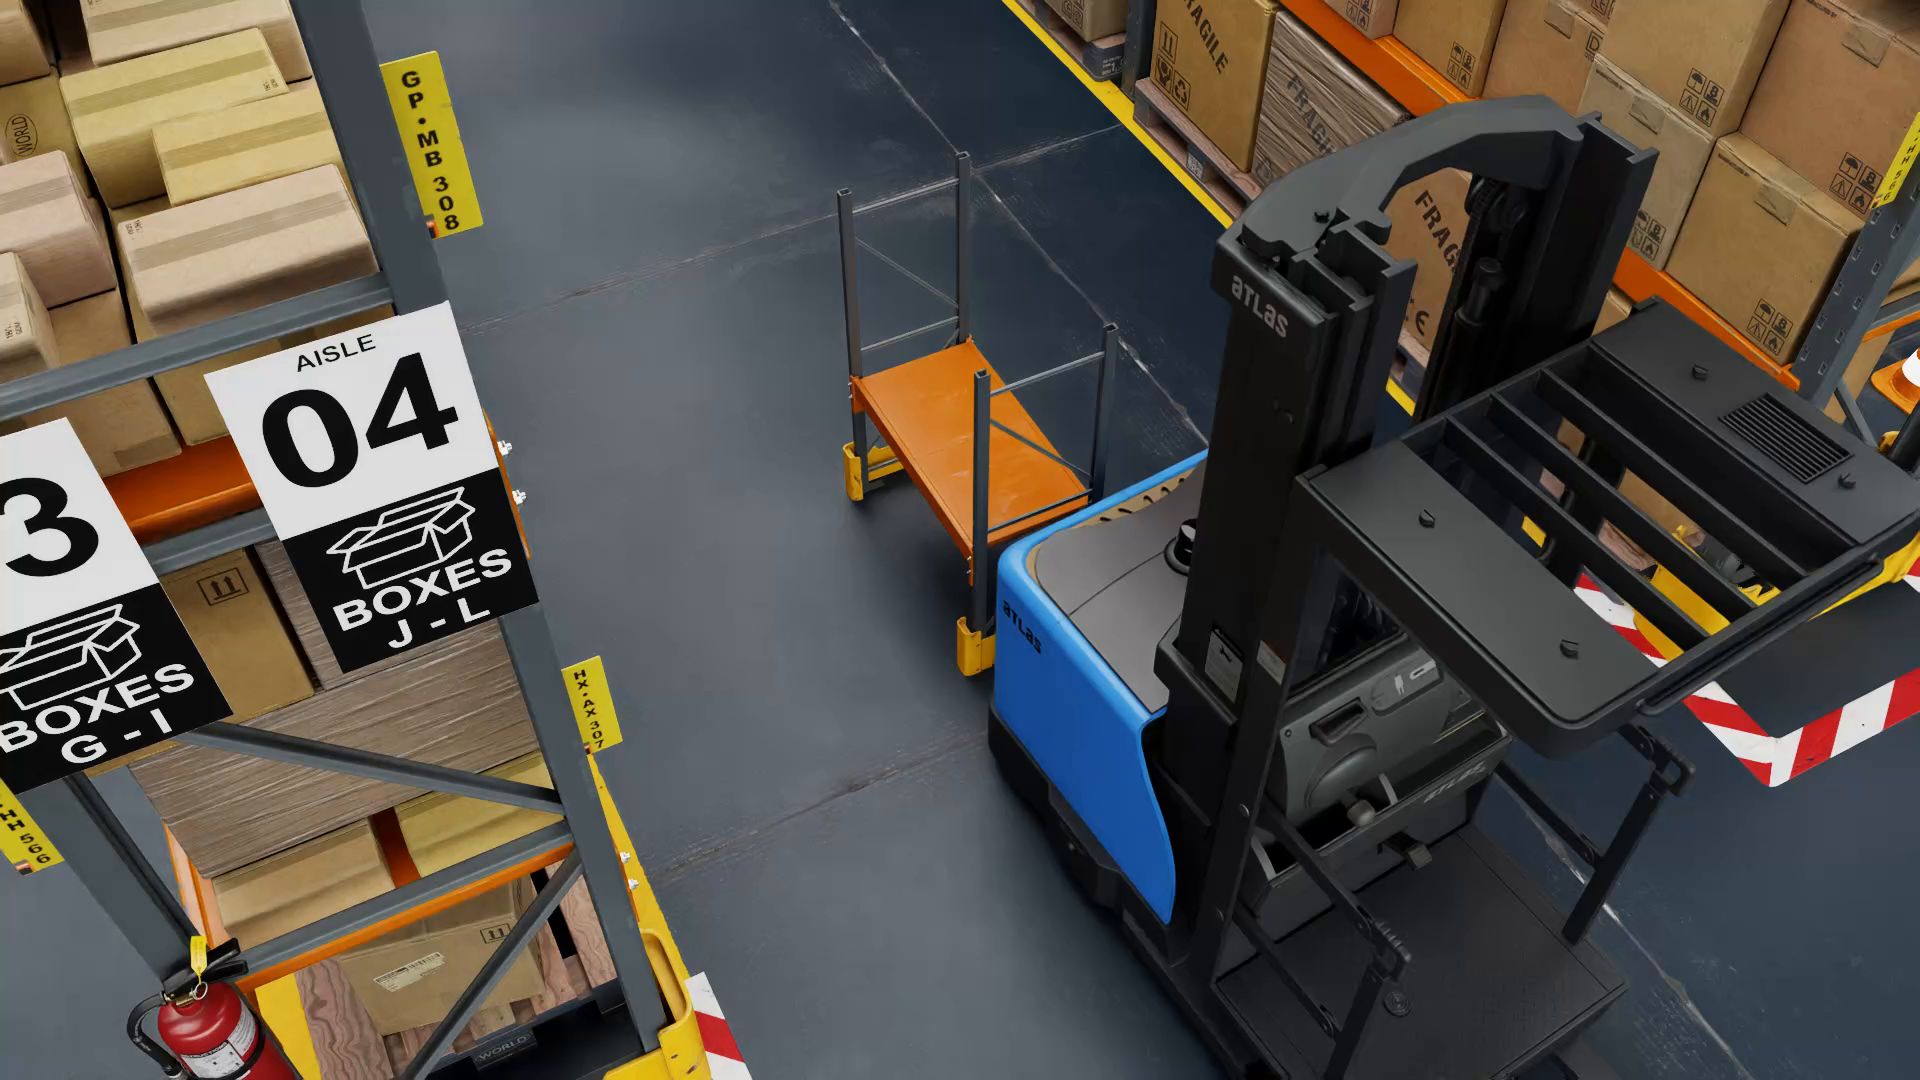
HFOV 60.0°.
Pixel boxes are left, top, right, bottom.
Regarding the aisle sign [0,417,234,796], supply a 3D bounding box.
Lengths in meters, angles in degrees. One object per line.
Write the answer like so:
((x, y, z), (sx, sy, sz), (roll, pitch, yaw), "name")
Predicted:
((-1.553, 0.139, 2.801), (0.394, 0.787, 0.004), (-21, 52, -18), "aisle sign")

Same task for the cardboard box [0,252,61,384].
((-1.719, -0.298, 2.752), (0.380, 0.149, 0.250), (-21, 52, -18), "cardboard box")

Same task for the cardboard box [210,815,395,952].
((-1.629, 0.813, 4.106), (0.380, 0.149, 0.250), (-21, 52, -18), "cardboard box")

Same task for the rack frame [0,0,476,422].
((-1.315, -1.125, 1.648), (1.000, 3.000, 0.127), (-21, 52, -18), "rack frame")

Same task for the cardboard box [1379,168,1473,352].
((2.368, -1.249, 6.875), (0.875, 0.875, 0.875), (-22, 52, -18), "cardboard box")

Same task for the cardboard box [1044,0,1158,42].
((0.947, -3.250, 8.708), (1.050, 0.750, 0.750), (-21, 52, -18), "cardboard box")

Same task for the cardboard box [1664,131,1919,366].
((2.932, -1.073, 5.489), (0.875, 0.550, 0.550), (-21, 52, -18), "cardboard box")

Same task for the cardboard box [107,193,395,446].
((-1.305, -0.500, 3.194), (0.500, 0.250, 0.500), (-20, 52, -16), "cardboard box")

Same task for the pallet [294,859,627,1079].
((-1.690, 1.161, 5.487), (1.003, 0.211, 1.213), (-21, 52, -18), "pallet")

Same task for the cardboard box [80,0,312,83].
((-1.554, -1.024, 3.387), (0.380, 0.149, 0.250), (-19, 52, -16), "cardboard box")

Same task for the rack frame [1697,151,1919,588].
((3.142, -0.791, 5.342), (1.000, 3.000, 0.127), (-21, 52, -18), "rack frame")

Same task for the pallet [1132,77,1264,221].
((1.590, -2.014, 8.264), (1.003, 0.211, 1.213), (-21, 52, -18), "pallet")

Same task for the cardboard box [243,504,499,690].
((-1.324, -0.072, 3.785), (0.500, 0.500, 0.500), (-21, 52, -18), "cardboard box")

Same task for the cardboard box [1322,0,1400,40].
((1.905, -2.512, 6.748), (0.875, 0.550, 0.550), (-21, 52, -18), "cardboard box")

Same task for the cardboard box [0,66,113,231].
((-1.992, -0.657, 3.331), (0.500, 0.250, 0.500), (-21, 52, -17), "cardboard box")

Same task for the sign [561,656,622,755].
((-0.832, 0.378, 3.744), (0.100, 0.325, 0.005), (-21, 52, -18), "sign")

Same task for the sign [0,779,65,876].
((-1.817, 0.542, 3.196), (0.100, 0.325, 0.005), (-21, 52, -18), "sign")

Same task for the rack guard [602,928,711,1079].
((-1.350, 1.622, 4.892), (1.175, 0.500, 0.348), (-21, 52, -18), "rack guard")

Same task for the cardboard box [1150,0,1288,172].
((1.537, -2.462, 7.936), (0.875, 0.875, 0.875), (-20, 52, -17), "cardboard box")

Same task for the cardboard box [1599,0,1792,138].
((2.673, -1.794, 5.402), (0.875, 0.550, 0.550), (-21, 52, -18), "cardboard box")

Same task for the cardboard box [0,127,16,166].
((-1.957, -0.658, 3.067), (0.380, 0.149, 0.250), (-23, 53, -19), "cardboard box")

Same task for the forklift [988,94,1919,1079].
((1.316, 0.521, 4.240), (1.130, 2.935, 3.031), (-26, 54, -21), "forklift")

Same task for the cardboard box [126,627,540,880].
((-1.542, 0.341, 4.087), (0.875, 0.500, 0.500), (-21, 52, -18), "cardboard box")

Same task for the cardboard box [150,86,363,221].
((-1.268, -0.690, 3.096), (0.380, 0.149, 0.250), (-20, 52, -17), "cardboard box")

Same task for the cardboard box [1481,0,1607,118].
((2.516, -1.852, 6.170), (0.875, 0.550, 0.550), (-21, 52, -18), "cardboard box")

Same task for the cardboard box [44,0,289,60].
((-1.770, -1.176, 3.785), (0.500, 0.250, 0.500), (-21, 52, -18), "cardboard box")

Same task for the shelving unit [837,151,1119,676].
((0.035, -0.443, 6.033), (0.587, 1.500, 1.083), (-21, 52, -18), "shelving unit")

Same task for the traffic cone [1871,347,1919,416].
((4.161, -0.800, 7.035), (0.336, 0.463, 0.334), (-21, 52, -18), "traffic cone")

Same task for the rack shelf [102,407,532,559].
((-2.230, -1.239, 4.219), (1.077, 0.370, 4.000), (-21, 52, -18), "rack shelf")

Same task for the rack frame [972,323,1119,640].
((0.272, -0.096, 5.731), (0.500, 1.500, 0.032), (-21, 52, -18), "rack frame")

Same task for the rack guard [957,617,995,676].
((0.263, 0.302, 6.212), (0.587, 0.250, 0.087), (-21, 52, -18), "rack guard")

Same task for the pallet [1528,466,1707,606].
((2.706, -0.381, 6.836), (1.003, 0.211, 1.213), (-21, 52, -18), "pallet")
